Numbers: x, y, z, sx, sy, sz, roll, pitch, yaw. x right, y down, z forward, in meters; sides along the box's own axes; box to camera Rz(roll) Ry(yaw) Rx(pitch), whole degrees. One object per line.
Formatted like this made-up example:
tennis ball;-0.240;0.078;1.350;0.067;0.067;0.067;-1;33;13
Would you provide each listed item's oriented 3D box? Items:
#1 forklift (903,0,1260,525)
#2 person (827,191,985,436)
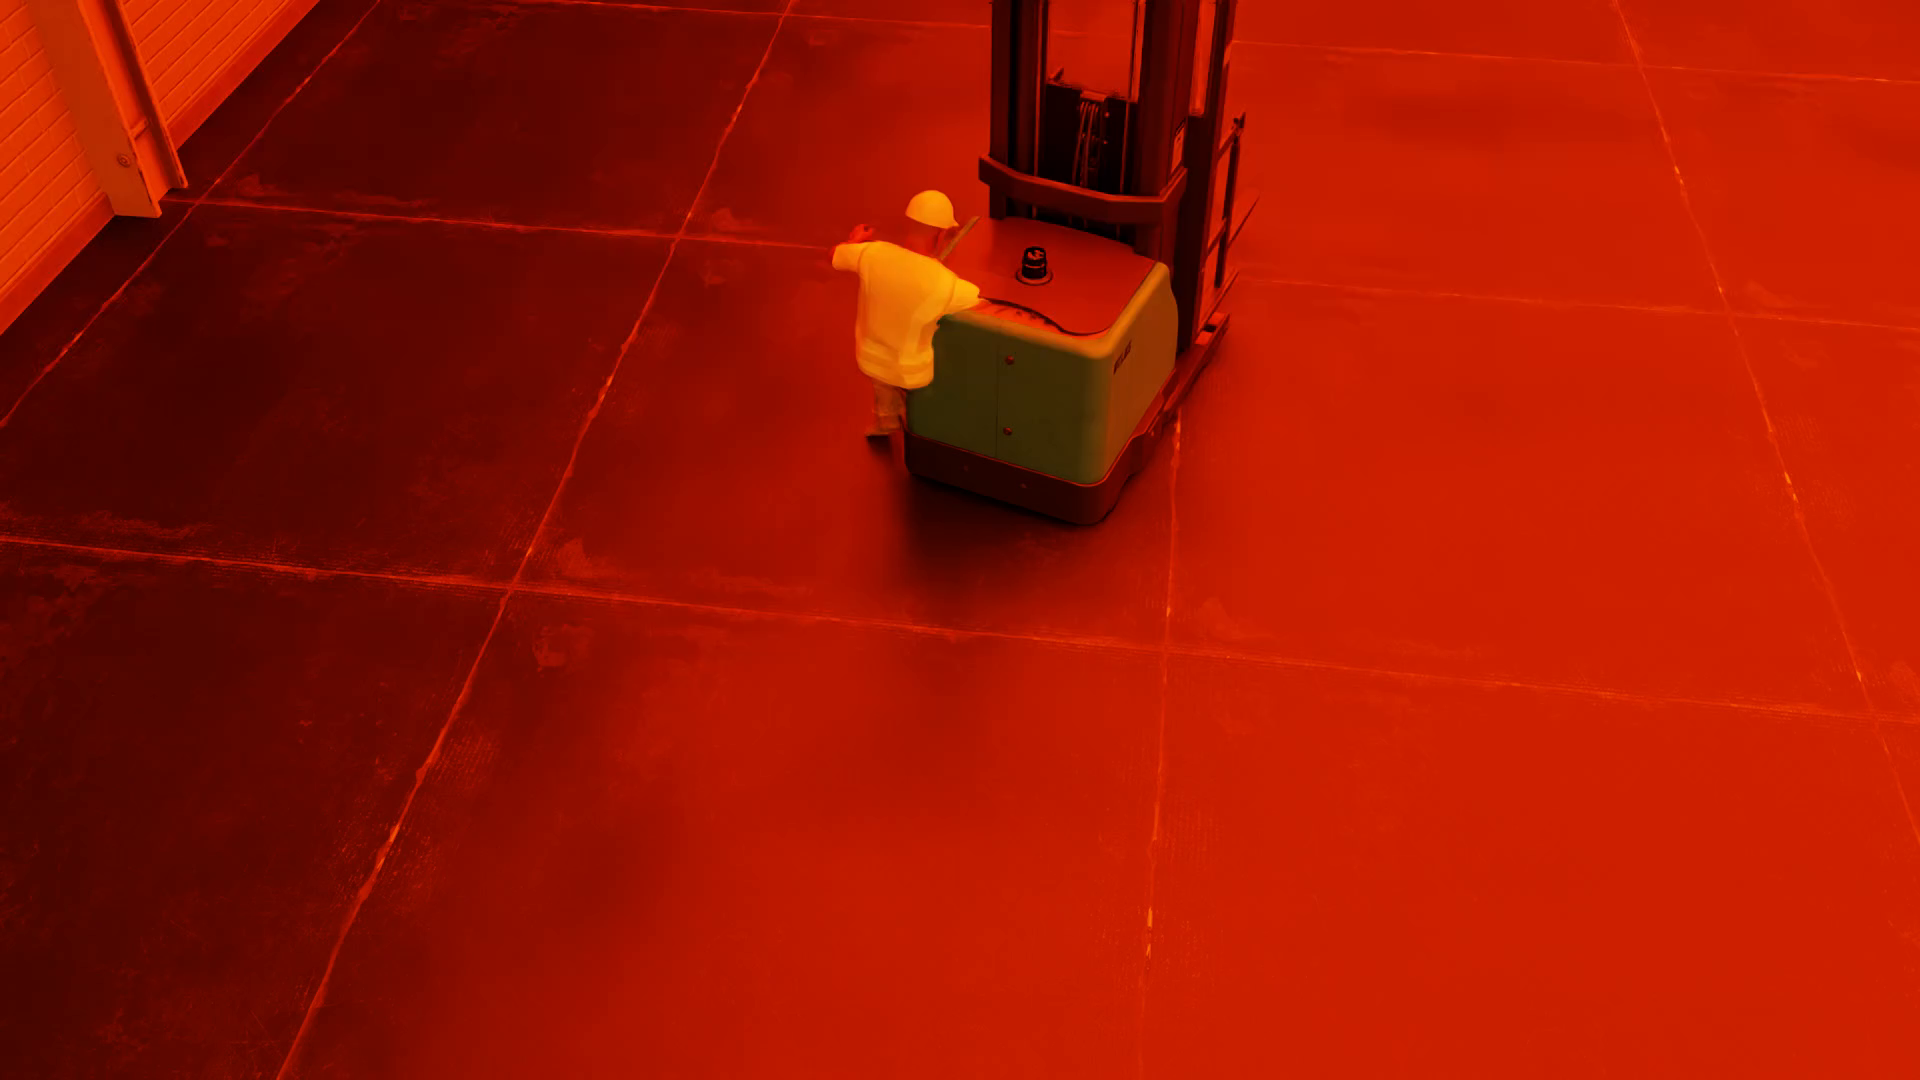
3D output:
forklift;0.815;-2.152;8.067;1.130;2.935;3.031;18;45;18
person;-0.167;-1.032;7.882;1.016;1.536;0.775;21;46;21
